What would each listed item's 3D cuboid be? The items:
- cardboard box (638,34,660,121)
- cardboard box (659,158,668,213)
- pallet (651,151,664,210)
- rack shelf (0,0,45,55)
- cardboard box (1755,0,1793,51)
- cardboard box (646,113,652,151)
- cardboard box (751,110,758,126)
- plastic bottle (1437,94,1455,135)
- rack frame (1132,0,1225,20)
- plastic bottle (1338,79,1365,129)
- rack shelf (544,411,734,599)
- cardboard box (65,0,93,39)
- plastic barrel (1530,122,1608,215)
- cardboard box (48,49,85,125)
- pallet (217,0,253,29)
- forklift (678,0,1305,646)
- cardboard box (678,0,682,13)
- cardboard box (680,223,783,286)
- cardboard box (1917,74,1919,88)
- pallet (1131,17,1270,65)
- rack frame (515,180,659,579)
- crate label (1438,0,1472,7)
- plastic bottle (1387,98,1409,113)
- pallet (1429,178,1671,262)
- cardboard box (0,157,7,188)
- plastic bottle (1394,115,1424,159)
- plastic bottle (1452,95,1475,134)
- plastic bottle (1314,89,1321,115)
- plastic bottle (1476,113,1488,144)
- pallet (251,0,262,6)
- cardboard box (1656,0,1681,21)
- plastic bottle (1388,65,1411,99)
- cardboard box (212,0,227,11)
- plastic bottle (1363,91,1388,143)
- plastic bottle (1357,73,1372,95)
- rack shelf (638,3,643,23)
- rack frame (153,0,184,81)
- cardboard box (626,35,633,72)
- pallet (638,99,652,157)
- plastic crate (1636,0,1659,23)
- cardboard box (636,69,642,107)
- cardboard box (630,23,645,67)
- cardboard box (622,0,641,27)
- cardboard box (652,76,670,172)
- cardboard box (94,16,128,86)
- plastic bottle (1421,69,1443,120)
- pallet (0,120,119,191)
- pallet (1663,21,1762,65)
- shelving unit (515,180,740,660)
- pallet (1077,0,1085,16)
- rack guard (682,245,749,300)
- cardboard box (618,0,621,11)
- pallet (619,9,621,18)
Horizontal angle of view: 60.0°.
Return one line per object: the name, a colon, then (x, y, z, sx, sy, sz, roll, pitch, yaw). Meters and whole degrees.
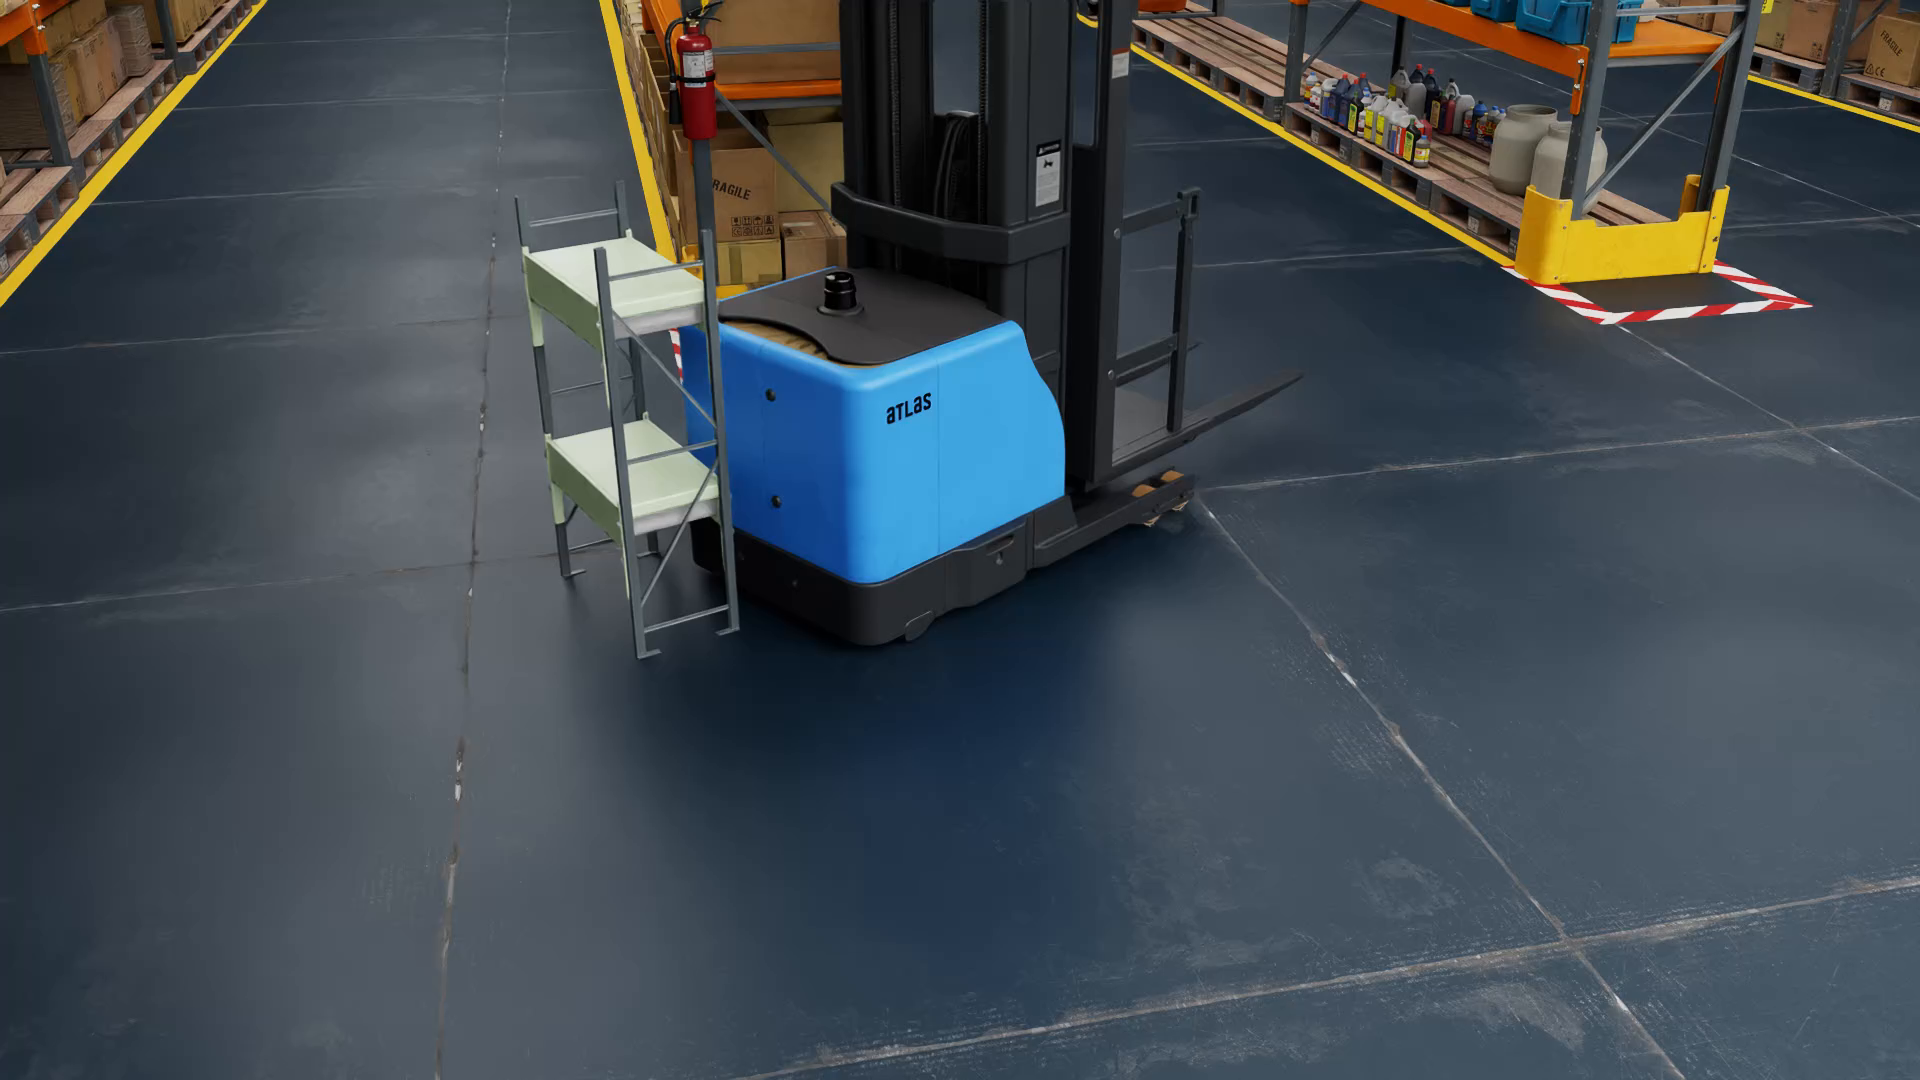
cardboard box: (-1.956, -3.242, 11.597, 0.500, 0.500, 0.500, -6, 27, -12)
cardboard box: (-1.613, -2.249, 10.462, 0.500, 0.250, 0.500, -6, 27, -12)
pallet: (-1.618, -2.584, 11.635, 1.003, 0.211, 1.213, -6, 27, -12)
rack shelf: (-6.131, -2.478, 9.130, 1.077, 0.370, 4.000, -6, 27, -12)
cardboard box: (7.690, -4.750, 15.118, 0.700, 0.500, 0.500, -6, 27, -12)
cardboard box: (-1.947, -2.908, 11.768, 0.500, 0.250, 0.500, -6, 27, -12)
cardboard box: (-0.998, -2.417, 9.962, 0.500, 0.500, 0.500, -6, 27, -12)
plastic bottle: (3.542, -3.105, 12.099, 0.061, 0.283, 0.133, -6, 27, -12)
rack frame: (2.169, -6.440, 16.179, 1.000, 3.000, 0.127, -6, 27, -12)
plastic bottle: (2.891, -3.218, 12.248, 0.144, 0.351, 0.185, -7, 28, -14)
rack shelf: (-1.180, -0.143, 6.092, 0.431, 0.370, 0.720, -16, 31, -29)
cardboard box: (-7.082, -4.056, 12.911, 0.500, 0.250, 0.500, -6, 27, -12)
plastic barrel: (3.749, -2.286, 10.244, 0.421, 0.512, 0.421, 0, 27, 0)
cardboard box: (-6.929, -3.301, 12.248, 0.700, 0.500, 0.500, -6, 27, -13)
pallet: (-8.137, -5.614, 17.638, 1.003, 0.211, 1.213, -6, 27, -12)
forklift: (0.342, -1.509, 6.487, 1.130, 2.935, 3.031, 23, 35, 38)
cardboard box: (-1.415, -3.581, 10.405, 0.700, 0.500, 0.500, -6, 27, -11)
cardboard box: (-1.263, -1.592, 9.160, 0.500, 0.250, 0.500, -6, 27, -12)
cardboard box: (8.084, -3.828, 13.313, 0.500, 0.500, 0.500, 2, 27, 5)
pallet: (2.306, -4.851, 16.126, 1.003, 0.211, 1.213, -6, 27, -12)
rack frame: (-1.378, -0.573, 6.220, 0.400, 1.500, 0.023, -16, 31, -29)
crate label: (3.294, -3.724, 10.760, 0.502, 0.435, 0.616, -6, 27, -12)
plastic bottle: (3.125, -3.024, 11.947, 0.152, 0.276, 0.135, -6, 27, -12)
pallet: (3.731, -2.069, 10.614, 1.003, 0.211, 1.213, -6, 27, -12)
cardboard box: (-6.432, -2.377, 10.787, 0.380, 0.166, 0.250, -10, 28, -18)
plastic bottle: (3.101, -2.783, 11.470, 0.152, 0.276, 0.135, -6, 27, -11)
plastic bottle: (3.646, -3.113, 12.123, 0.152, 0.276, 0.135, -5, 27, -11)
plastic bottle: (2.761, -3.357, 12.690, 0.097, 0.201, 0.097, 0, 27, 0)
plastic bottle: (3.745, -2.940, 11.864, 0.097, 0.201, 0.097, 0, 27, 0)
pallet: (-8.479, -6.287, 18.971, 1.003, 0.211, 1.213, -6, 27, -12)
cardboard box: (7.303, -5.489, 16.581, 0.700, 0.500, 0.500, -8, 28, -16)
plastic bottle: (3.356, -3.429, 12.667, 0.144, 0.351, 0.185, -6, 27, -12)
cardboard box: (-7.908, -5.755, 16.743, 0.750, 0.750, 0.750, -5, 27, -10)
plastic bottle: (2.987, -3.031, 11.879, 0.144, 0.351, 0.185, -6, 27, -12)
plastic bottle: (2.989, -3.316, 12.442, 0.144, 0.351, 0.185, -6, 27, -12)
rack shelf: (-2.207, -4.739, 13.609, 1.077, 0.370, 4.000, -6, 27, -12)
rack frame: (-7.483, -5.434, 14.186, 1.000, 3.000, 0.127, -6, 27, -12)
cardboard box: (-2.588, -4.190, 14.308, 0.500, 0.250, 0.500, -7, 28, -13)
pallet: (-1.960, -3.257, 12.968, 1.003, 0.211, 1.213, -6, 27, -12)
plastic crate: (4.084, -3.235, 10.124, 0.298, 0.136, 0.250, -6, 27, -12)
cardboard box: (-2.244, -3.517, 12.975, 0.500, 0.250, 0.500, -6, 27, -12)
cardboard box: (-2.360, -3.988, 13.286, 0.500, 0.311, 0.500, -6, 27, -12)
cardboard box: (-2.699, -4.659, 14.615, 0.500, 0.311, 0.500, -7, 28, -13)
cardboard box: (-1.616, -2.583, 10.293, 0.500, 0.500, 0.500, -6, 27, -12)
cardboard box: (-7.267, -3.965, 13.563, 0.700, 0.500, 0.500, -6, 27, -12)
plastic bottle: (3.540, -3.360, 12.529, 0.144, 0.351, 0.185, -7, 28, -14)
pallet: (-6.758, -2.774, 12.012, 1.003, 0.211, 1.213, -6, 27, -12)
pallet: (7.441, -4.820, 16.065, 1.003, 0.211, 1.213, -6, 27, -12)
shelving unit: (-1.180, -0.434, 5.945, 0.431, 1.500, 0.755, -16, 31, -29)
pallet: (1.680, -6.071, 18.544, 1.003, 0.211, 1.213, -6, 27, -12)
rack guard: (-0.849, -1.300, 8.770, 1.175, 0.500, 0.348, -6, 27, -12)
cardboard box: (-3.213, -5.633, 16.867, 0.500, 0.500, 0.500, -7, 28, -13)
pallet: (-3.060, -5.559, 17.530, 1.003, 0.211, 1.213, -6, 27, -12)
